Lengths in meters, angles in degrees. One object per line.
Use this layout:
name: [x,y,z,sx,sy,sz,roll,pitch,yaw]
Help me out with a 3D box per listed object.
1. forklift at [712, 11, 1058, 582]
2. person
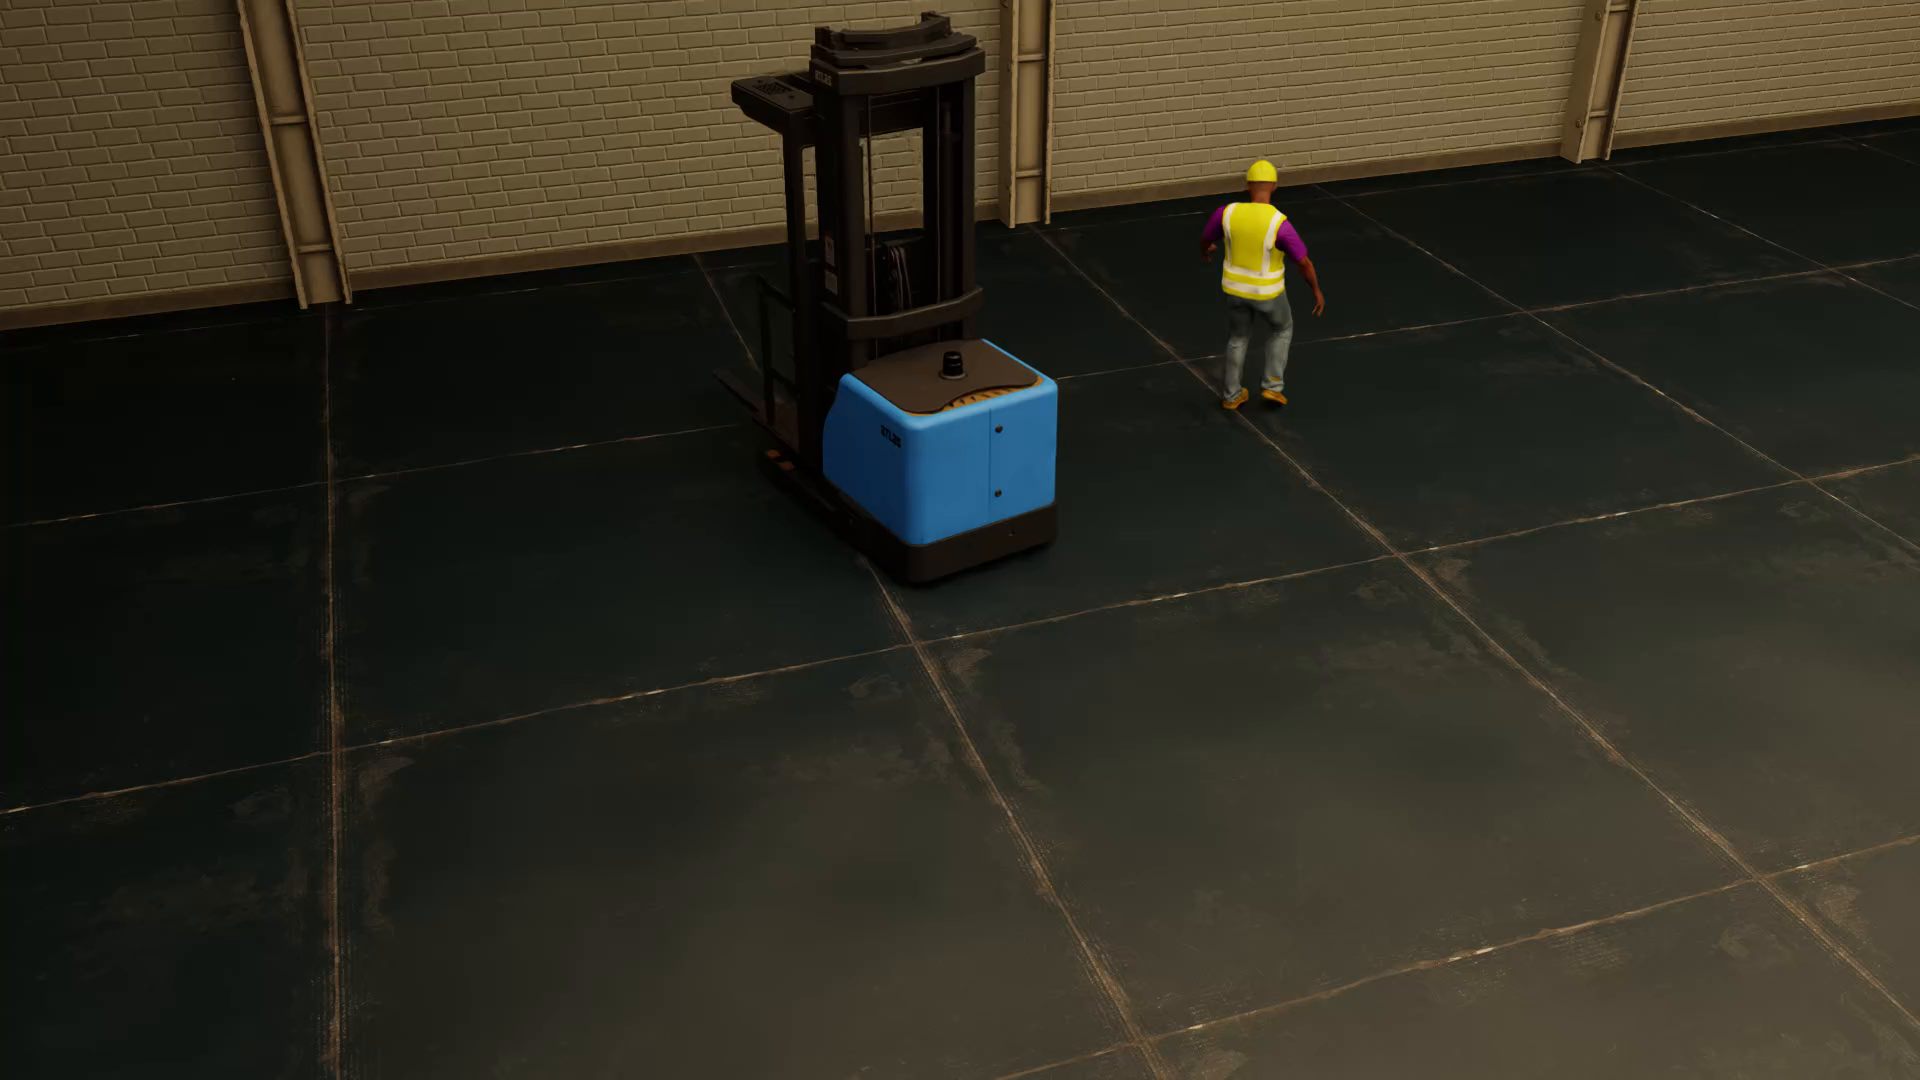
forklift: [-0.643,-1.722,10.081,1.130,2.935,3.031,-18,34,-28]
person: [2.006,-1.707,11.288,0.966,1.785,0.497,19,35,30]
